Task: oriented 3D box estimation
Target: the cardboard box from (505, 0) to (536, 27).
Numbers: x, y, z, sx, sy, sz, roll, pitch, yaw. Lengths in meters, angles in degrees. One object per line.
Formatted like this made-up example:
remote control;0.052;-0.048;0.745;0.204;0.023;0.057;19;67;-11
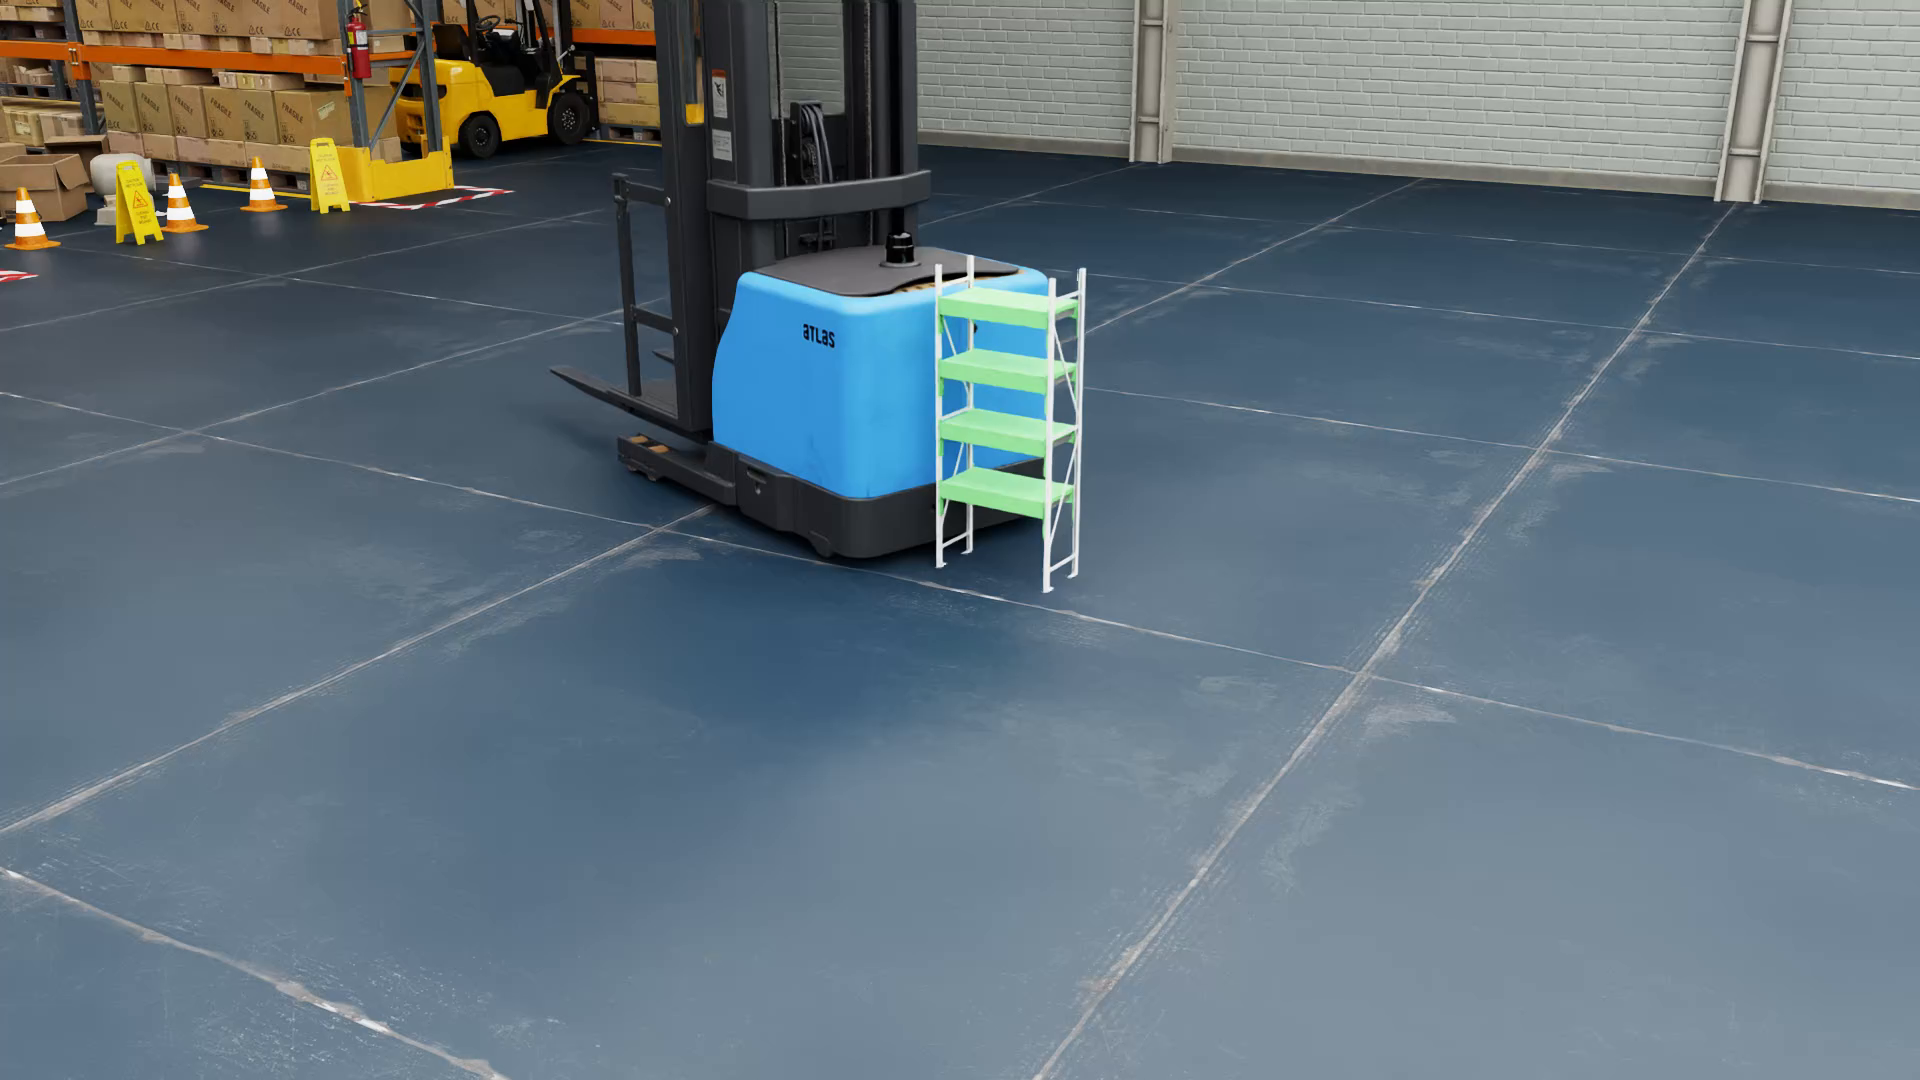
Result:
cardboard box;-5.277;-6.630;20.598;0.500;0.500;0.500;11;22;27

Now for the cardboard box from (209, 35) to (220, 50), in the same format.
cardboard box;-7.124;-4.897;16.335;0.250;0.149;0.380;11;23;27

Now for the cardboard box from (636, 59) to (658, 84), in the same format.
cardboard box;-3.505;-5.594;19.837;0.500;0.250;0.500;12;23;29

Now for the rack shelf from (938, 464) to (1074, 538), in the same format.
rack shelf;0.184;-0.155;6.425;0.480;0.148;0.258;13;23;31

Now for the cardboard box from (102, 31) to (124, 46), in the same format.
cardboard box;-8.496;-5.129;16.975;0.250;0.149;0.380;12;23;29

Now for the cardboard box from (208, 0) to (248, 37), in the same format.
cardboard box;-6.847;-5.121;16.000;0.500;0.500;0.500;11;23;27

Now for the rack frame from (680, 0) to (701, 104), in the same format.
rack frame;-2.951;-6.235;19.655;0.127;3.000;1.000;11;23;27

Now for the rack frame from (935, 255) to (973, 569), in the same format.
rack frame;-0.020;-0.487;6.447;0.015;1.200;0.240;13;23;31

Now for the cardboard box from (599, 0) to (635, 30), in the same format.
cardboard box;-3.957;-6.375;19.894;0.500;0.500;0.500;12;23;29

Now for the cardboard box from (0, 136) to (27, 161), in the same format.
cardboard box;-8.957;-3.338;15.132;0.503;0.637;0.797;11;23;27

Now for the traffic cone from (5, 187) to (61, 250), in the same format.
traffic cone;-7.465;-2.585;13.312;0.334;0.463;0.336;11;23;27

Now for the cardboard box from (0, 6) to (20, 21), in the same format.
cardboard box;-9.908;-5.586;17.618;0.250;0.149;0.380;10;22;26

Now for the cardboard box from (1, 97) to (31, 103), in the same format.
cardboard box;-11.216;-4.832;19.025;0.625;0.372;0.950;10;22;26

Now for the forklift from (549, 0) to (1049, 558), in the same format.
forklift;-0.940;-1.738;7.360;1.130;2.935;3.031;-15;25;-36

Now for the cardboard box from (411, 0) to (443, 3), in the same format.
cardboard box;-6.996;-7.070;21.444;0.500;0.250;0.500;10;22;26

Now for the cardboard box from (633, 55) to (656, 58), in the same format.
cardboard box;-3.716;-5.828;20.484;0.500;0.250;0.500;11;23;27

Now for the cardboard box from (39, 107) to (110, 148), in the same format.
cardboard box;-9.320;-4.471;18.028;0.625;0.372;0.950;11;23;28

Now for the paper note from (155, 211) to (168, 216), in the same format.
paper note;-7.164;-2.926;14.886;0.142;0.019;0.148;3;20;9

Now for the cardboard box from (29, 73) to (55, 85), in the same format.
cardboard box;-14.057;-7.093;25.585;0.250;0.149;0.380;10;22;26

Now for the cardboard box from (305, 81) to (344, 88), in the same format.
cardboard box;-6.417;-4.320;16.692;0.500;0.500;0.500;10;22;25

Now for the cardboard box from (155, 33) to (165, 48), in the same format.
cardboard box;-7.802;-5.008;16.640;0.250;0.149;0.380;11;23;27

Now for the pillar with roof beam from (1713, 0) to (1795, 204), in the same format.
pillar with roof beam;5.258;-6.162;10.656;0.400;9.000;9.100;11;23;27

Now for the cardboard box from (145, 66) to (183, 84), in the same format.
cardboard box;-7.948;-4.682;16.739;0.250;0.149;0.380;12;23;29

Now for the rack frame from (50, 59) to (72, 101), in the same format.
rack frame;-13.427;-8.231;25.156;0.127;3.000;1.000;11;23;27

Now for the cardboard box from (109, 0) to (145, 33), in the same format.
cardboard box;-8.163;-5.376;16.704;0.500;0.500;0.500;11;23;27

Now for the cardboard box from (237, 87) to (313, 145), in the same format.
cardboard box;-6.652;-4.155;16.239;0.500;0.500;0.500;12;23;29

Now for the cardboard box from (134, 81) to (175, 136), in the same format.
cardboard box;-8.004;-4.415;16.955;0.500;0.500;0.500;12;23;29

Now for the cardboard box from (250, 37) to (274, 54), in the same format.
cardboard box;-6.527;-4.729;15.872;0.250;0.149;0.380;11;23;28

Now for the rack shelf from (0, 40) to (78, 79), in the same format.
rack shelf;-10.606;-5.416;18.453;4.000;0.370;1.077;11;23;27

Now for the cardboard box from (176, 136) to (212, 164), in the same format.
cardboard box;-7.541;-3.975;16.842;0.500;0.250;0.500;10;22;27

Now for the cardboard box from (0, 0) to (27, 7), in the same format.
cardboard box;-9.809;-5.897;17.524;0.500;0.500;0.500;11;23;28

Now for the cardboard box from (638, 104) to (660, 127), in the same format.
cardboard box;-3.515;-5.124;20.008;0.500;0.250;0.500;11;23;28

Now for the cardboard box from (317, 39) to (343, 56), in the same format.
cardboard box;-5.799;-4.637;15.618;0.250;0.149;0.380;12;23;29

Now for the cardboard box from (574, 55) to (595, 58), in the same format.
cardboard box;-4.838;-5.844;20.528;0.500;0.250;0.500;10;22;26

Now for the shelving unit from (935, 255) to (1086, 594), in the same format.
shelving unit;0.184;-0.441;6.322;0.503;1.200;0.258;13;23;31

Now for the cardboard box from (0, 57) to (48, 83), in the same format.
cardboard box;-14.798;-7.462;26.087;0.500;0.500;0.700;10;22;25

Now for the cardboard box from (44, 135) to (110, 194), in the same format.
cardboard box;-8.589;-3.665;16.231;0.500;0.500;0.500;-7;21;-20

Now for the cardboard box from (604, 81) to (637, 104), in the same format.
cardboard box;-3.961;-5.449;20.172;0.500;0.250;0.500;11;22;27

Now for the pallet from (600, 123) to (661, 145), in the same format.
pallet;-3.639;-5.039;20.447;1.213;0.211;1.003;11;23;27

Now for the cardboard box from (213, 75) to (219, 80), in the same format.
cardboard box;-7.768;-4.577;17.400;0.500;0.500;0.500;11;23;28

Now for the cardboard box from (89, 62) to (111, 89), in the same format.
cardboard box;-12.645;-7.020;24.869;0.500;0.500;0.500;10;22;27

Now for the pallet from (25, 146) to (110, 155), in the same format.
pallet;-9.541;-4.240;18.245;1.213;0.211;1.003;11;23;27

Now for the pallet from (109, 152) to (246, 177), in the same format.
pallet;-8.257;-4.010;17.610;1.213;0.211;1.003;11;23;27

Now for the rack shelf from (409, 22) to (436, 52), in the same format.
rack shelf;-8.189;-6.895;22.528;4.000;0.370;1.077;11;23;27

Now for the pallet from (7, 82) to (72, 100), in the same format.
pallet;-14.026;-7.034;25.948;1.213;0.211;1.003;11;23;27

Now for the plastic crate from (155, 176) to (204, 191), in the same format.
plastic crate;-7.890;-3.544;16.519;0.583;0.080;0.402;3;20;9

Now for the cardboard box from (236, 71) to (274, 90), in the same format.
cardboard box;-6.766;-4.458;16.123;0.250;0.149;0.380;11;23;28

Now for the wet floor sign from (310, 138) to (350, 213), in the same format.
wet floor sign;-5.724;-3.300;15.016;0.267;0.644;0.232;-16;26;-38

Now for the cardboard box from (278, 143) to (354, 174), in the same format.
cardboard box;-6.226;-3.720;16.138;0.500;0.250;0.500;11;23;27

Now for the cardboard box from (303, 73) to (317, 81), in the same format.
cardboard box;-8.823;-6.432;23.066;0.625;0.625;0.875;12;23;29

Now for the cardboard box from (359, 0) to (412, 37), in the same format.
cardboard box;-5.647;-5.105;15.957;0.500;0.500;0.500;10;22;26
